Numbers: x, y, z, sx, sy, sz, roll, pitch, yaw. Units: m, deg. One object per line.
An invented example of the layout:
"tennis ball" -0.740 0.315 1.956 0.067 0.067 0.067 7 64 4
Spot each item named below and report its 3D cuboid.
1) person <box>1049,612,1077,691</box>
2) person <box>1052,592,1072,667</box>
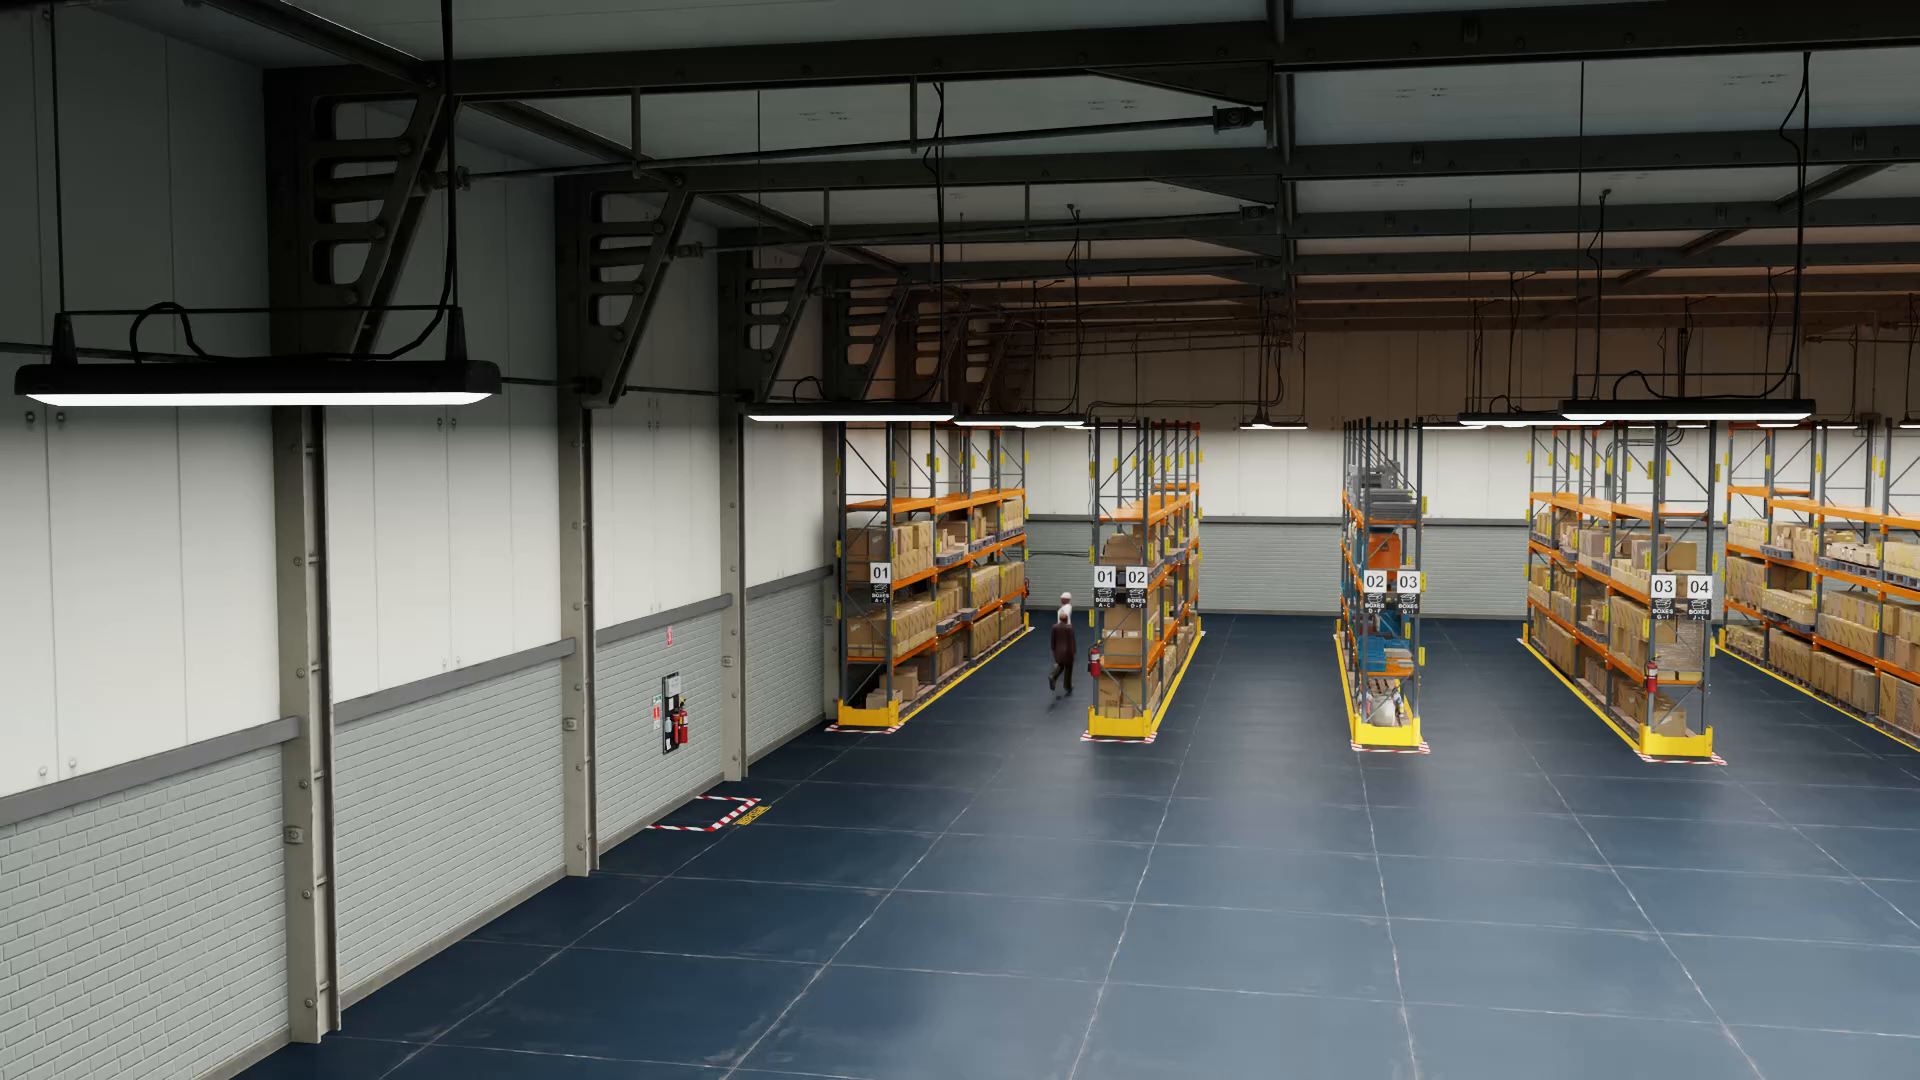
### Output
"person" 2.260 2.455 36.594 0.613 1.765 0.761 3 5 43
"person" 2.446 2.148 39.986 0.560 1.781 0.594 -1 4 -13
